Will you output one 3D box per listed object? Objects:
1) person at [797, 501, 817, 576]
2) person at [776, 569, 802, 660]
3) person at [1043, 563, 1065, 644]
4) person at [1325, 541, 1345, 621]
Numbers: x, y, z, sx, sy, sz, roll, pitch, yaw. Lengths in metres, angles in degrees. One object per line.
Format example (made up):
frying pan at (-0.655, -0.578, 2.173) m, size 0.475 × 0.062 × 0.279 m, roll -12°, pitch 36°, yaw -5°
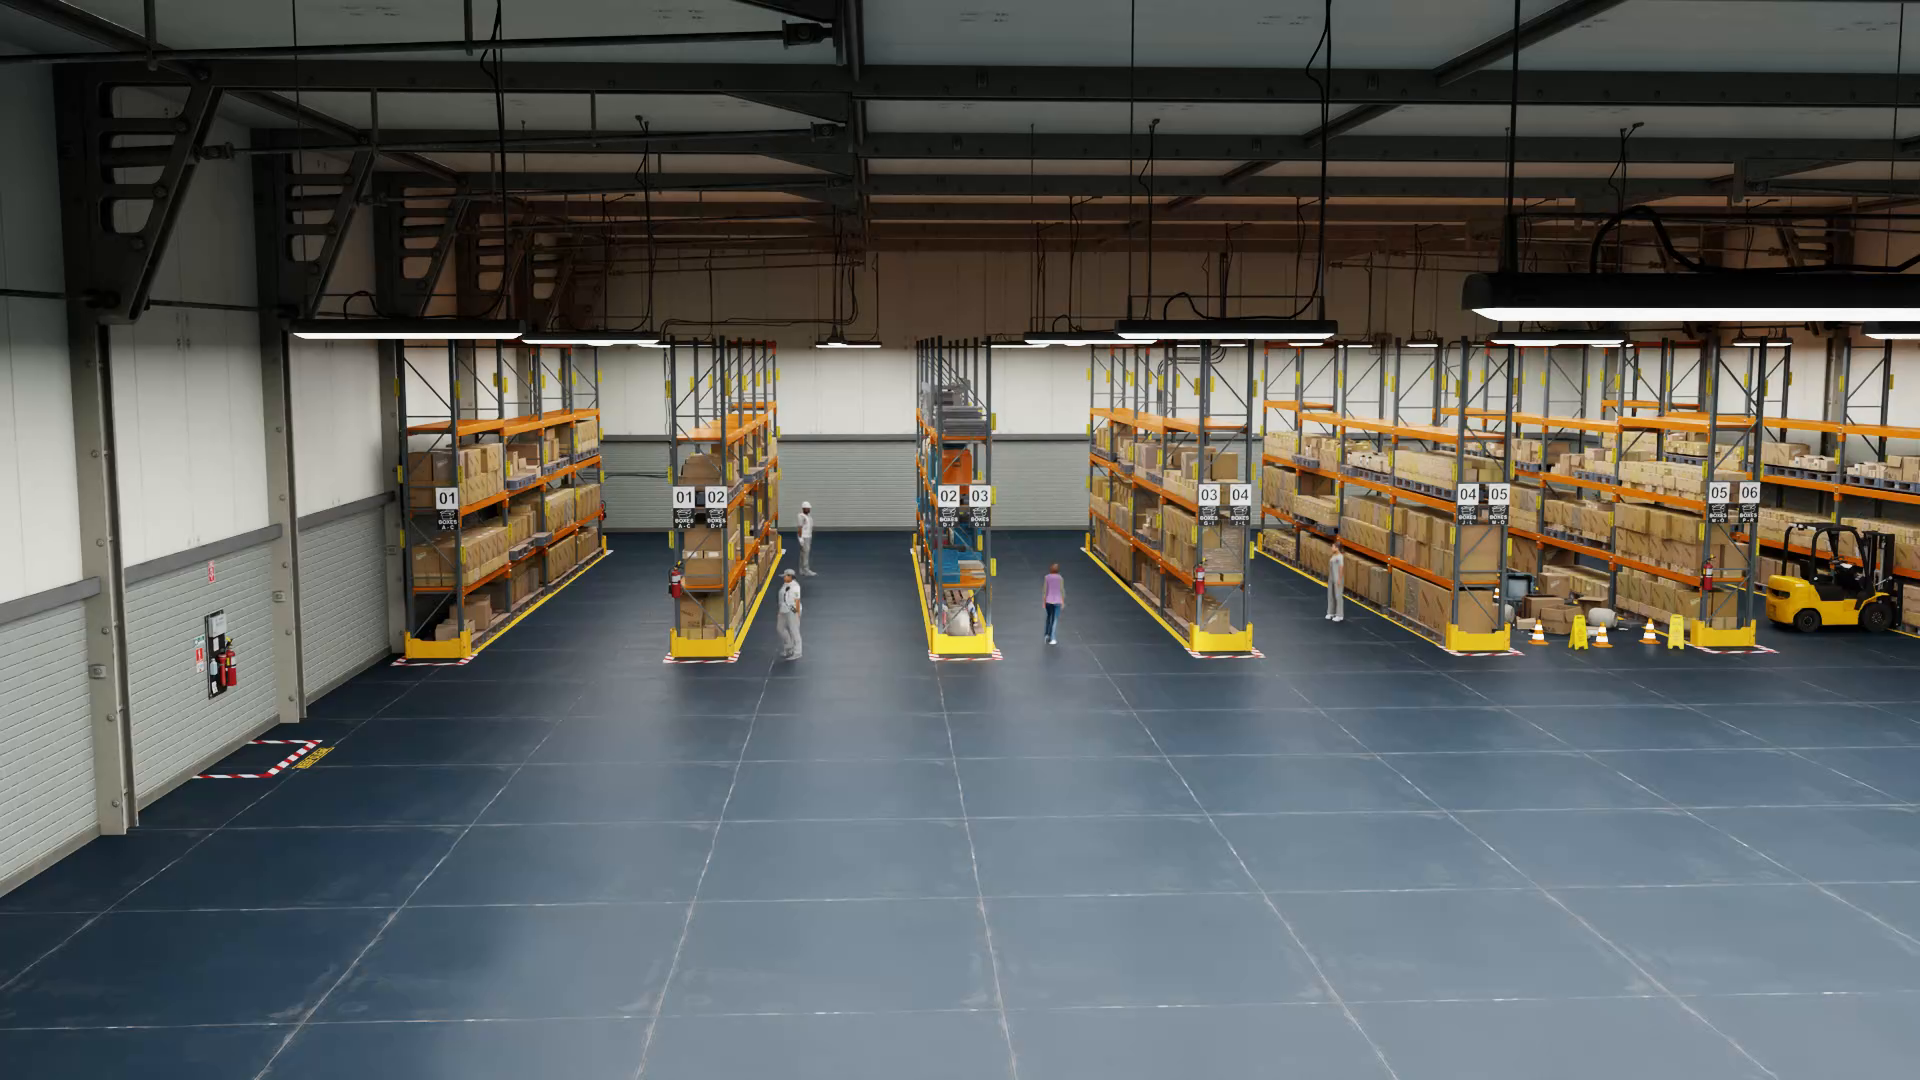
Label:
person at (-3.716, -0.051, 40.446) m, size 0.460 × 1.785 × 0.583 m, roll 0°, pitch 6°, yaw -3°
person at (-3.197, 1.369, 31.059) m, size 0.401 × 1.683 × 0.524 m, roll -5°, pitch 8°, yaw -36°
person at (1.836, 1.256, 32.451) m, size 0.406 × 1.634 × 0.445 m, roll 3°, pitch 7°, yaw 27°
person at (8.002, 0.919, 35.445) m, size 0.347 × 1.566 × 0.464 m, roll -3°, pitch 7°, yaw -23°
